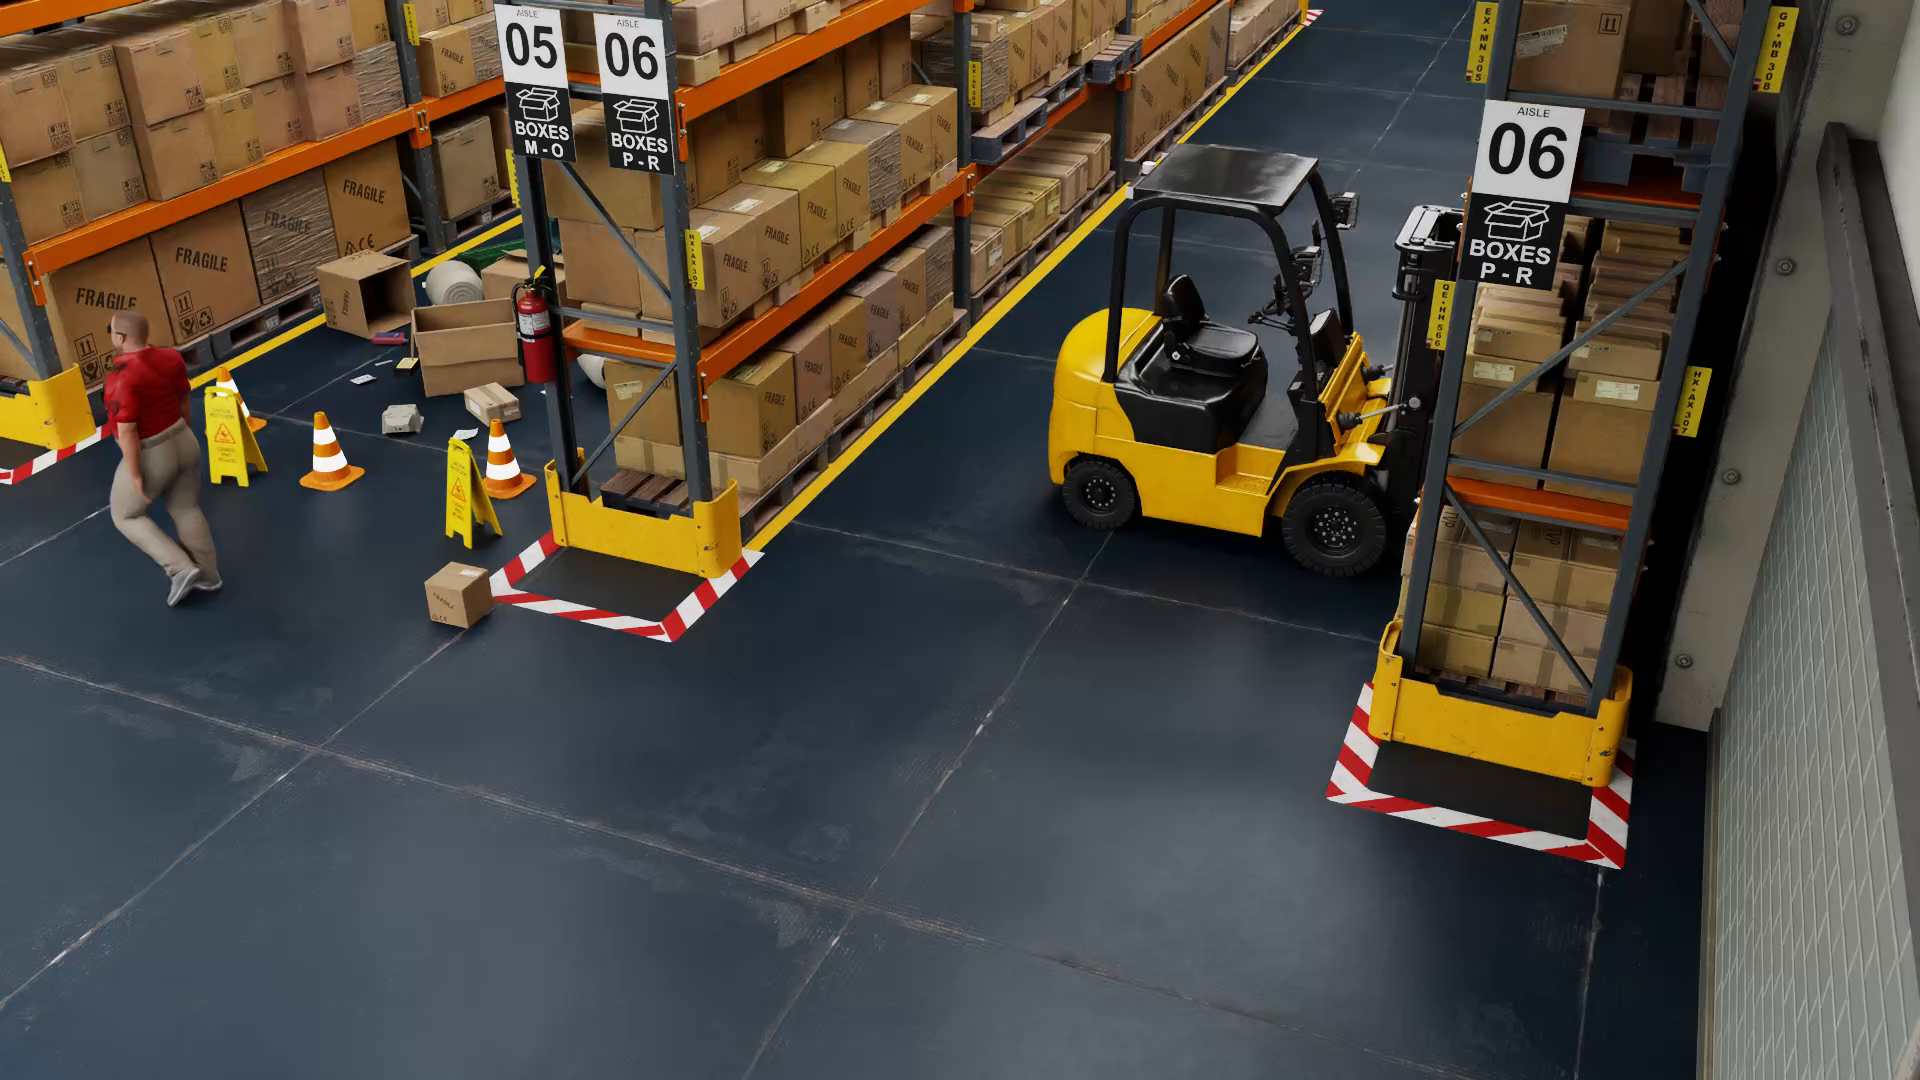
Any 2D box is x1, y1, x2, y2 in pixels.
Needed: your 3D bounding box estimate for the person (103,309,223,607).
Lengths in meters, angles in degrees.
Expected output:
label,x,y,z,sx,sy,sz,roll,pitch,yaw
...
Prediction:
label,x,y,z,sx,sy,sz,roll,pitch,yaw
person,-4.473,-0.458,9.215,0.432,1.753,0.554,11,31,19
